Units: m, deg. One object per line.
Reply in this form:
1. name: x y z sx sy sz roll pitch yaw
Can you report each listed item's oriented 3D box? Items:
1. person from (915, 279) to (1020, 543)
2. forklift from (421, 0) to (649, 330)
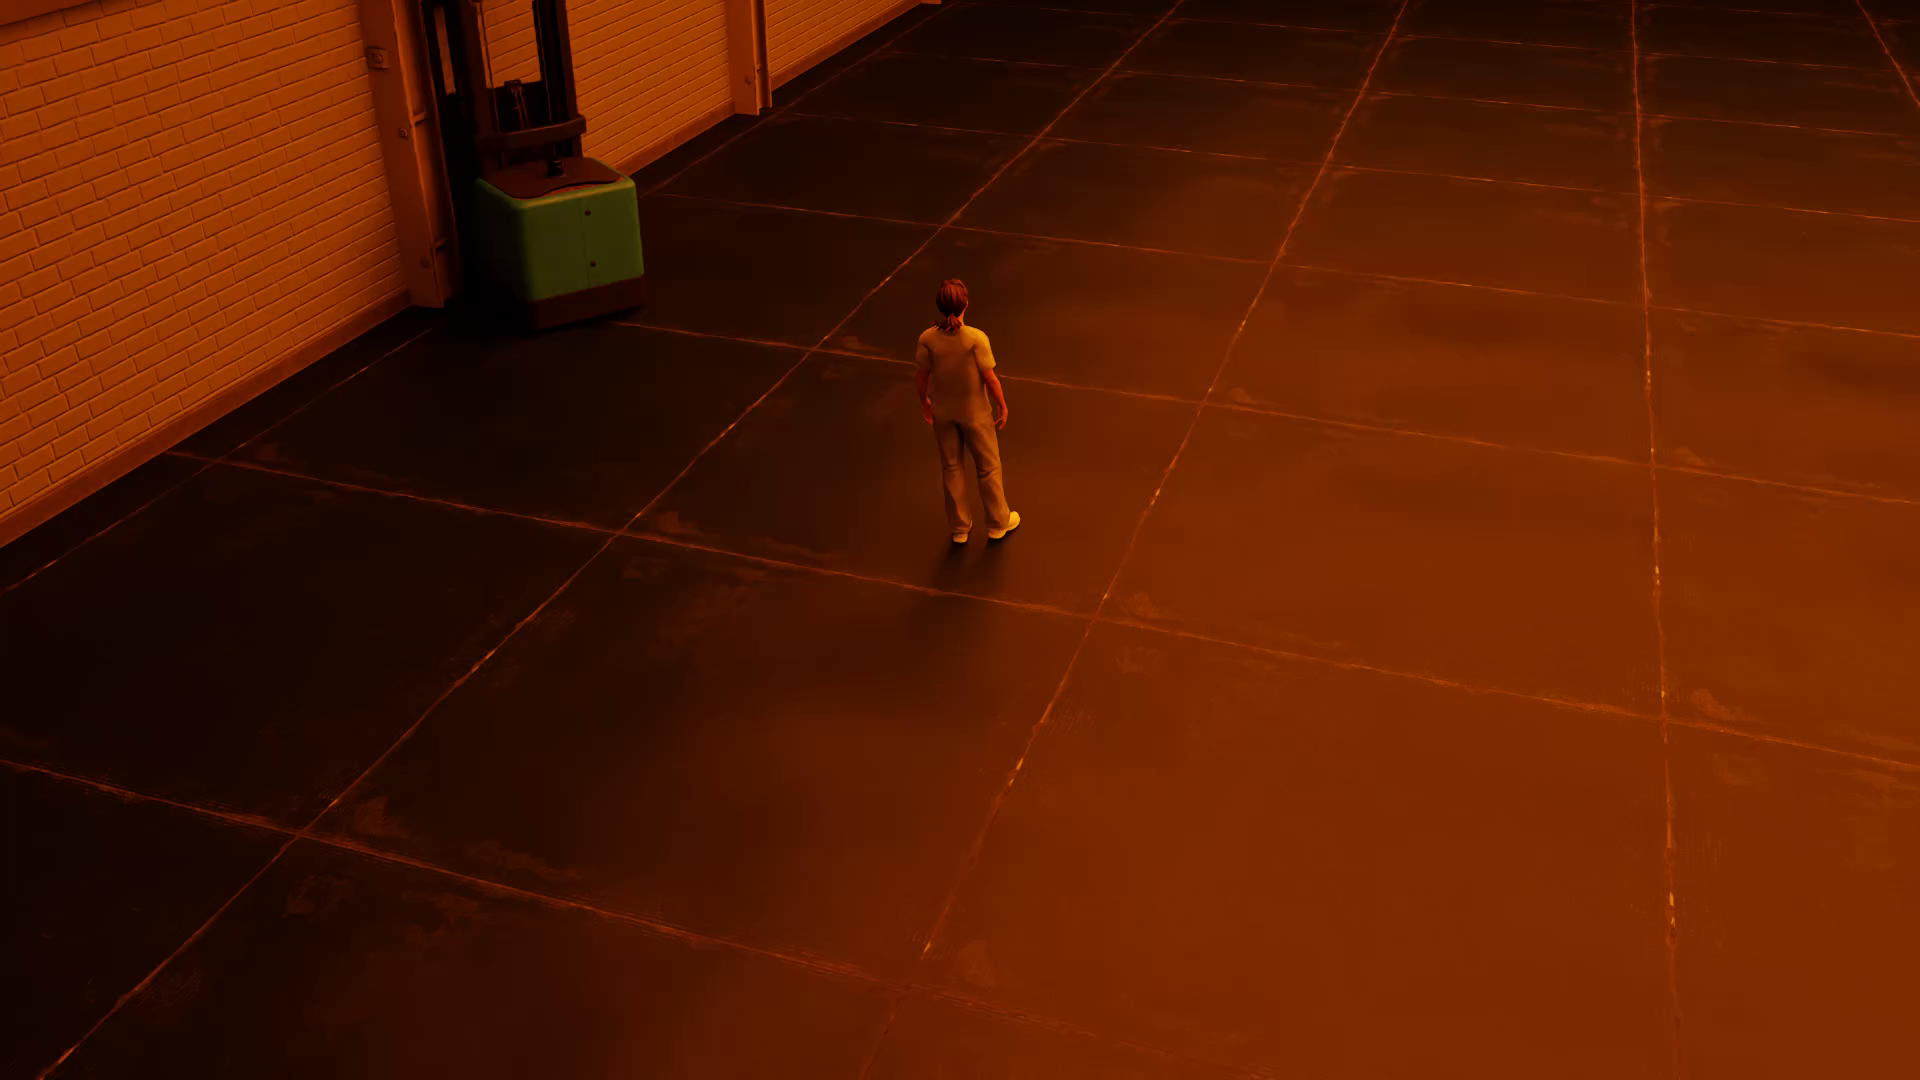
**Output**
1. person: 0.037 -0.762 9.737 0.549 1.663 0.548 10 31 16
2. forklift: -3.763 -3.559 13.380 1.130 2.935 3.031 -20 35 -31
